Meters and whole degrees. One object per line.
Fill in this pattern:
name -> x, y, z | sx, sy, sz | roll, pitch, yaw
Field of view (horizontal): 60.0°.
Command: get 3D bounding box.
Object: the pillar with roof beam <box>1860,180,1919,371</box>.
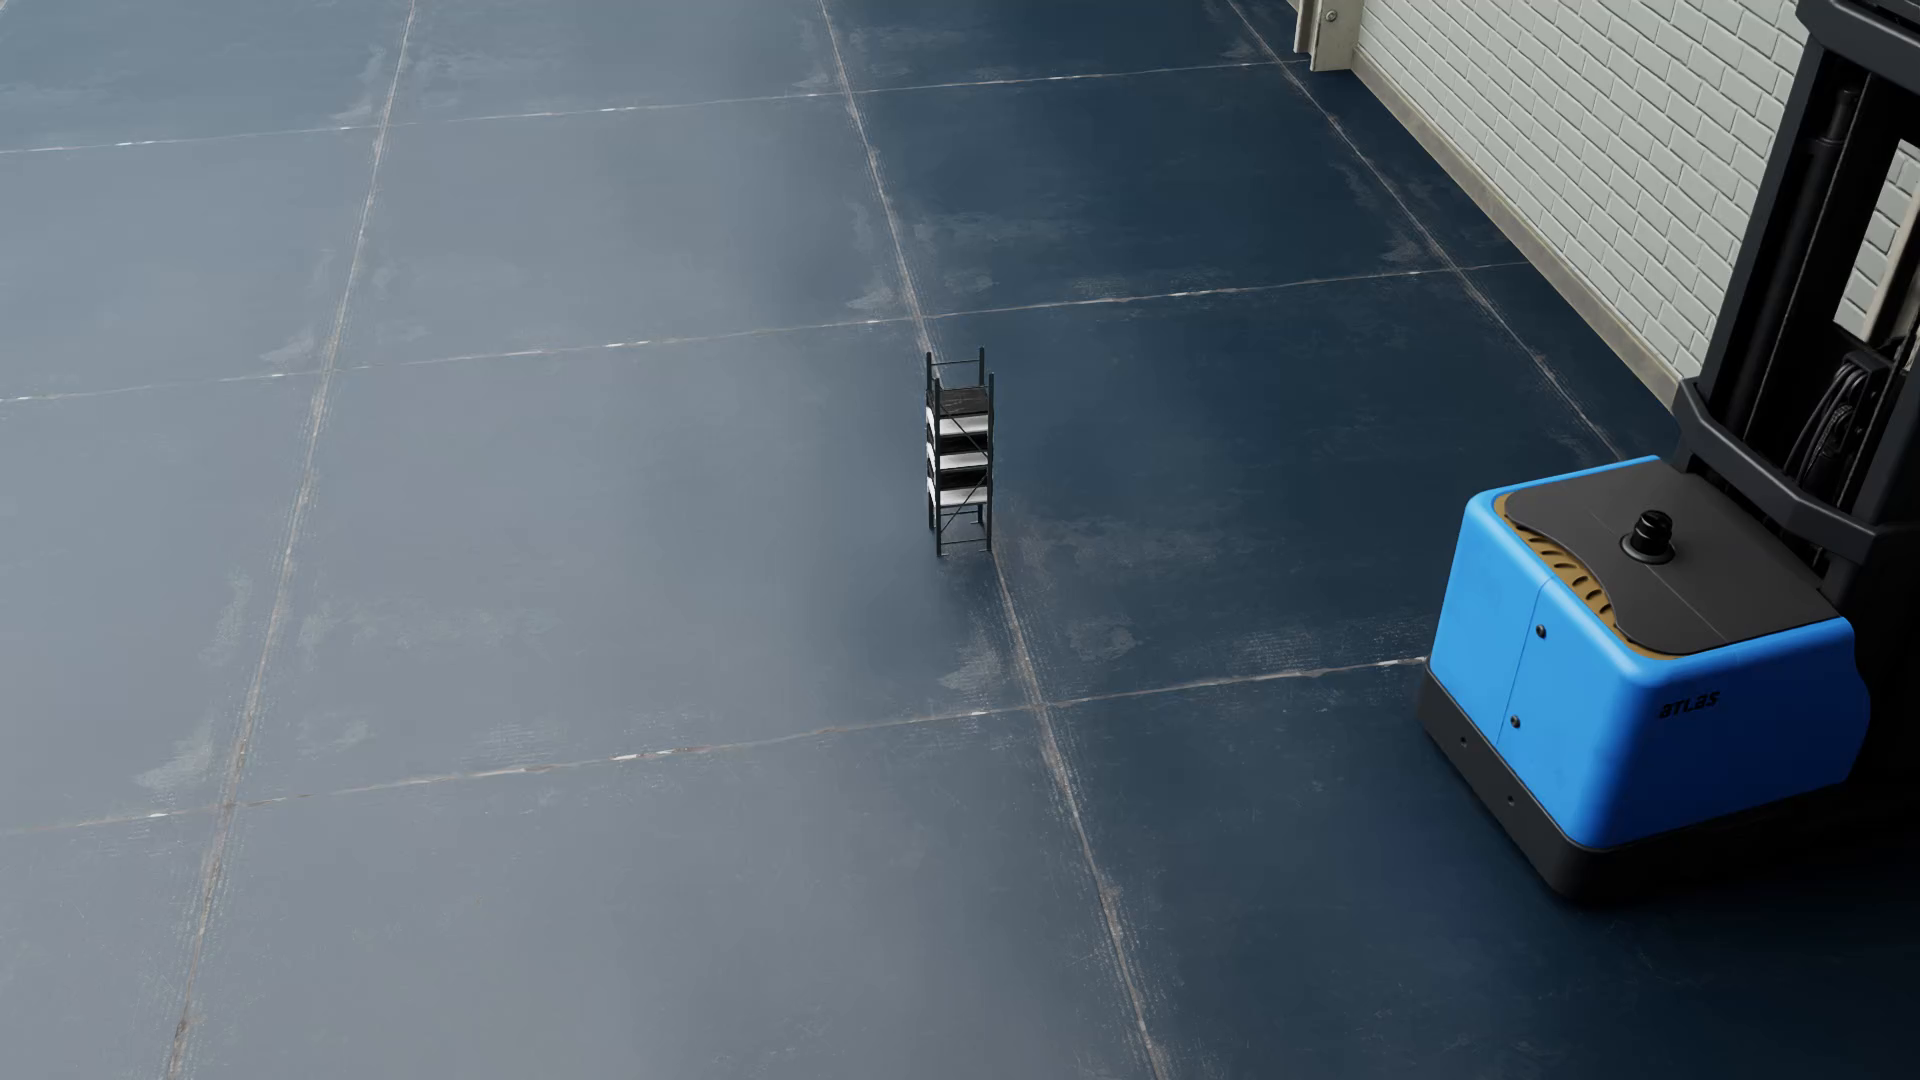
pillar with roof beam -> -0.659, -2.808, 3.530 | 9.100, 9.000, 0.400 | -6, 38, -8

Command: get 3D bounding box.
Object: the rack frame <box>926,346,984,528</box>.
rack frame -> -0.019, -0.422, 7.059 | 0.240, 0.900, 0.006 | -6, 38, -8

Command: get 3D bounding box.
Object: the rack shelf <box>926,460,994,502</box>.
rack shelf -> -0.001, -0.263, 7.056 | 0.258, 0.077, 0.200 | -6, 38, -8

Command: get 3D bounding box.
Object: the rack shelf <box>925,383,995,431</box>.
rack shelf -> -0.001, -0.547, 6.835 | 0.258, 0.077, 0.200 | -6, 38, -8

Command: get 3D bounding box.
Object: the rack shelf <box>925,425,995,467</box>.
rack shelf -> -0.001, -0.405, 6.945 | 0.258, 0.077, 0.200 | -6, 38, -8

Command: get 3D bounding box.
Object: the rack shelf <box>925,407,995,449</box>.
rack shelf -> -0.001, -0.476, 6.890 | 0.258, 0.077, 0.200 | -6, 38, -8

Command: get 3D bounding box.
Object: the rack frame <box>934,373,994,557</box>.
rack frame -> 0.016, -0.299, 6.901 | 0.240, 0.900, 0.006 | -6, 38, -8

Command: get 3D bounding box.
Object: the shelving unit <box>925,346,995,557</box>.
shelving unit -> -0.001, -0.360, 6.980 | 0.258, 0.900, 0.210 | -6, 38, -8

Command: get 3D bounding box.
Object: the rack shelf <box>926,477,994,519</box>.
rack shelf -> -0.001, -0.192, 7.111 | 0.258, 0.077, 0.200 | -6, 38, -8

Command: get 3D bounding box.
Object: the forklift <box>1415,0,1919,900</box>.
forklift -> 3.295, -0.474, 5.471 | 3.031, 2.935, 1.130 | -12, 39, -15

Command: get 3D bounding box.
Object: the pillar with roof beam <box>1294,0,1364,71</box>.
pillar with roof beam -> -1.711, -6.432, 8.195 | 9.100, 9.000, 0.400 | -6, 38, -8

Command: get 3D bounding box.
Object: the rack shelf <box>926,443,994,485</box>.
rack shelf -> -0.001, -0.334, 7.001 | 0.258, 0.077, 0.200 | -6, 38, -8
